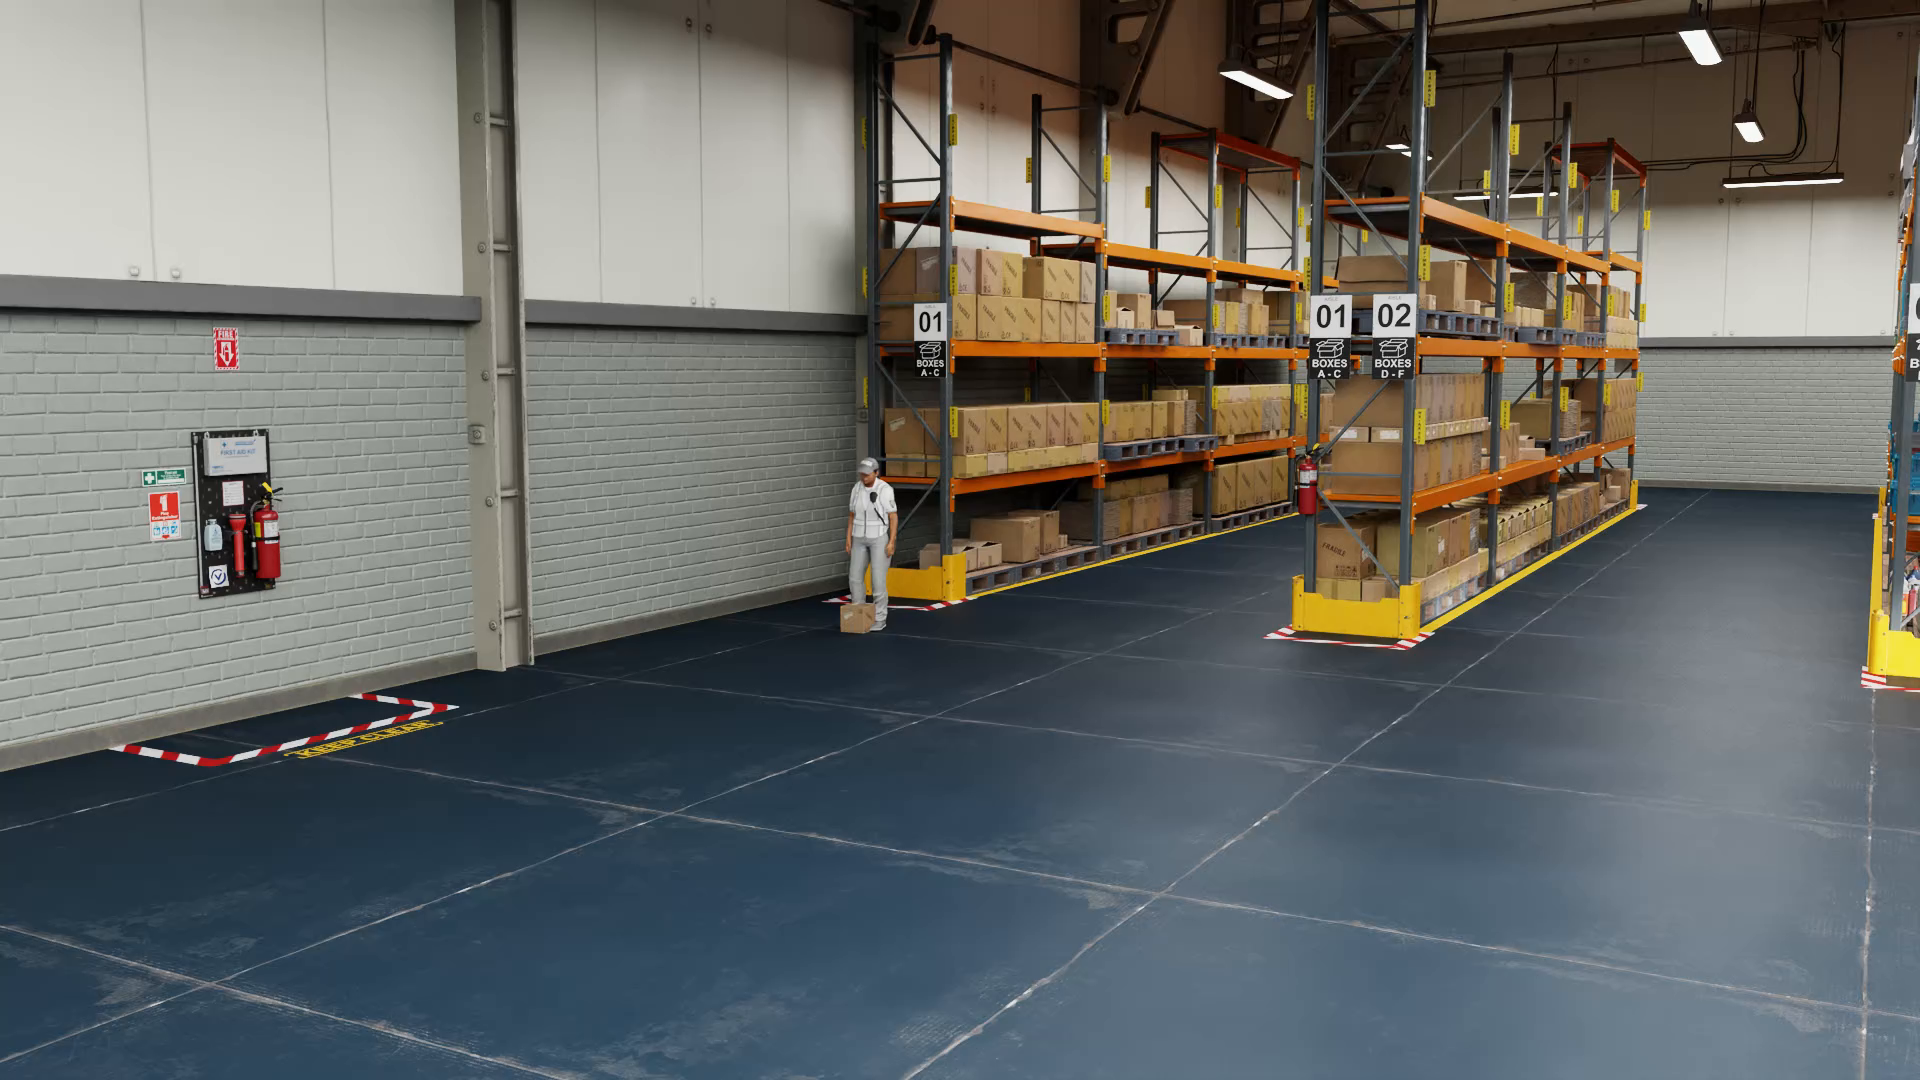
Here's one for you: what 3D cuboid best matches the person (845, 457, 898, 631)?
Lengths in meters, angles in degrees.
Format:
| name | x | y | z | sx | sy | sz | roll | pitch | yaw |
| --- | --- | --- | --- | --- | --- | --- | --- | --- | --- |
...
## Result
| name | x | y | z | sx | sy | sz | roll | pitch | yaw |
| --- | --- | --- | --- | --- | --- | --- | --- | --- | --- |
| person | -0.874 | 0.027 | 16.086 | 0.554 | 1.666 | 0.470 | 3 | 7 | 27 |
